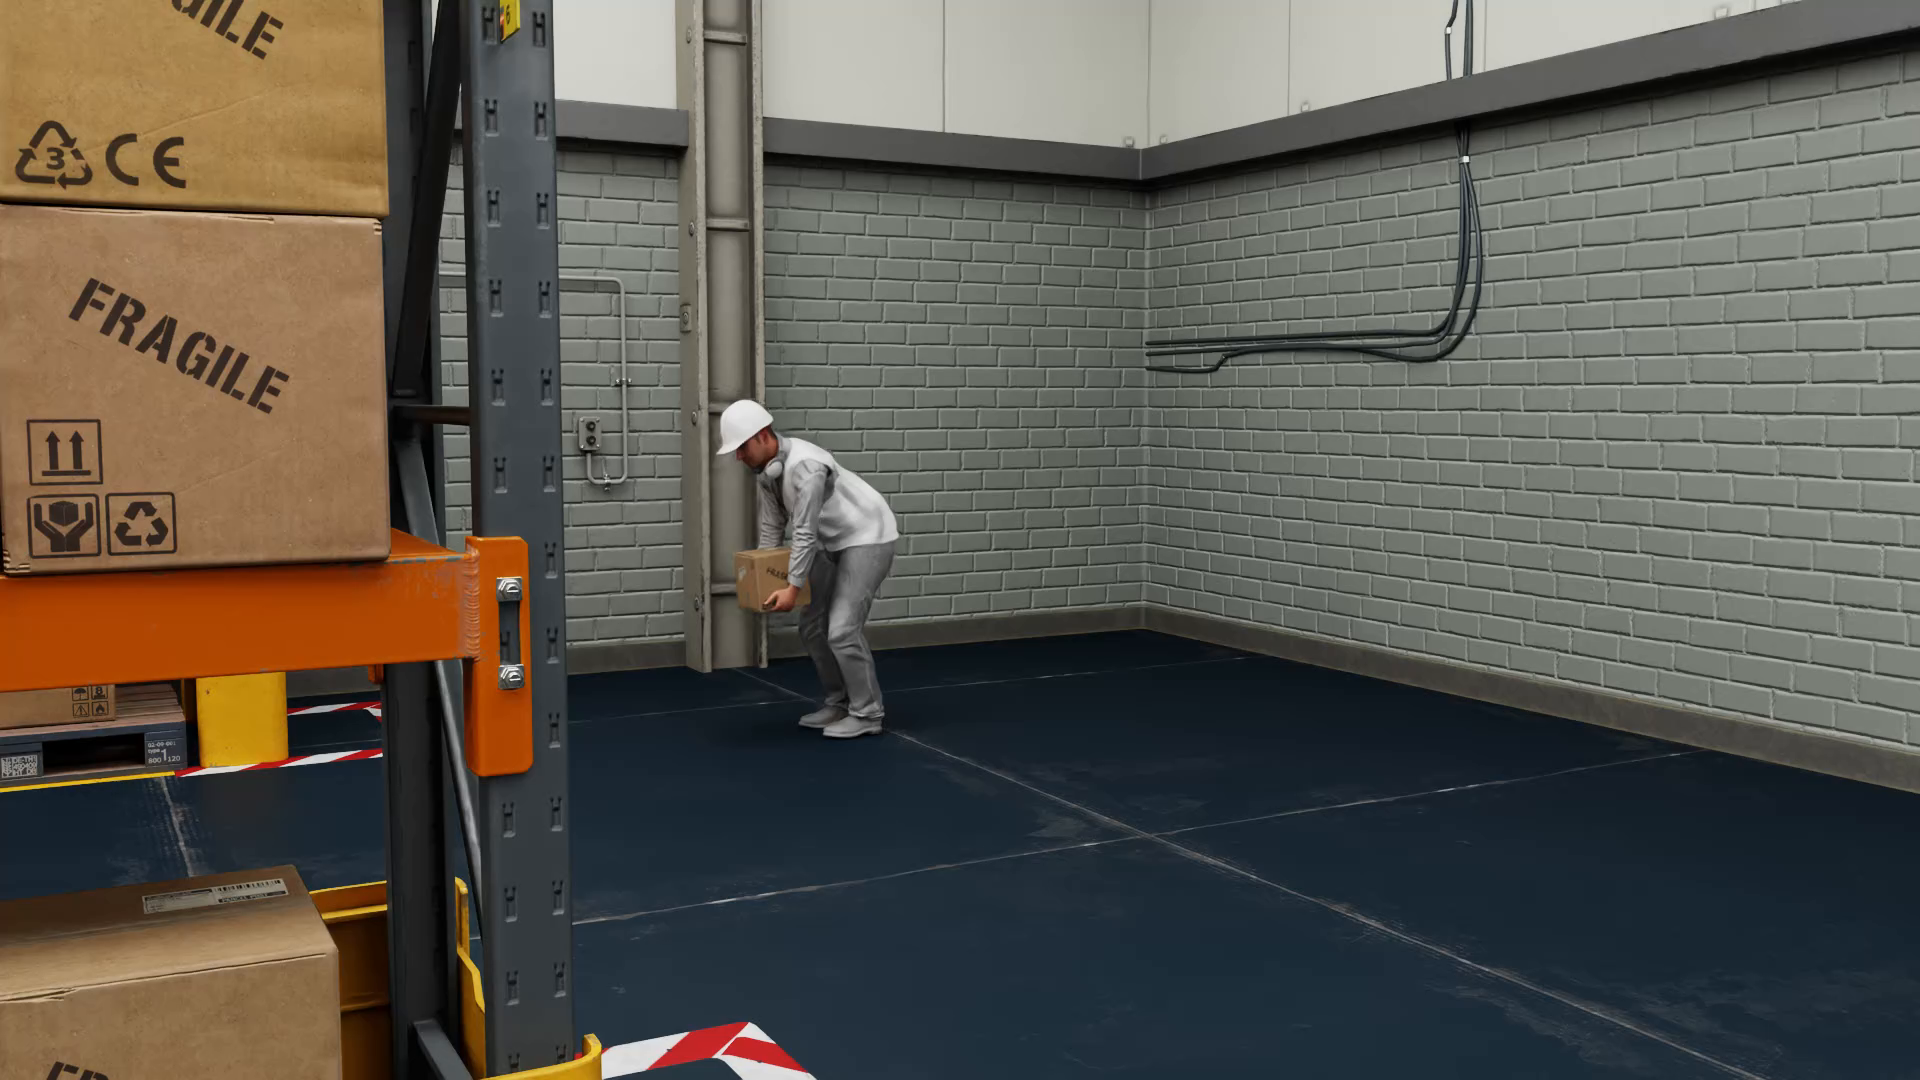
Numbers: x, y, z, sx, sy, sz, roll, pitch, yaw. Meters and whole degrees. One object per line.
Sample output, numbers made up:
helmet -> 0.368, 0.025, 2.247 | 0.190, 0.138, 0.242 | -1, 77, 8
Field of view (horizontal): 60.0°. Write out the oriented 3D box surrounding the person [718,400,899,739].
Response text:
person -> -0.692, 0.132, 7.526 | 0.842, 1.525, 0.472 | -3, 6, -30
